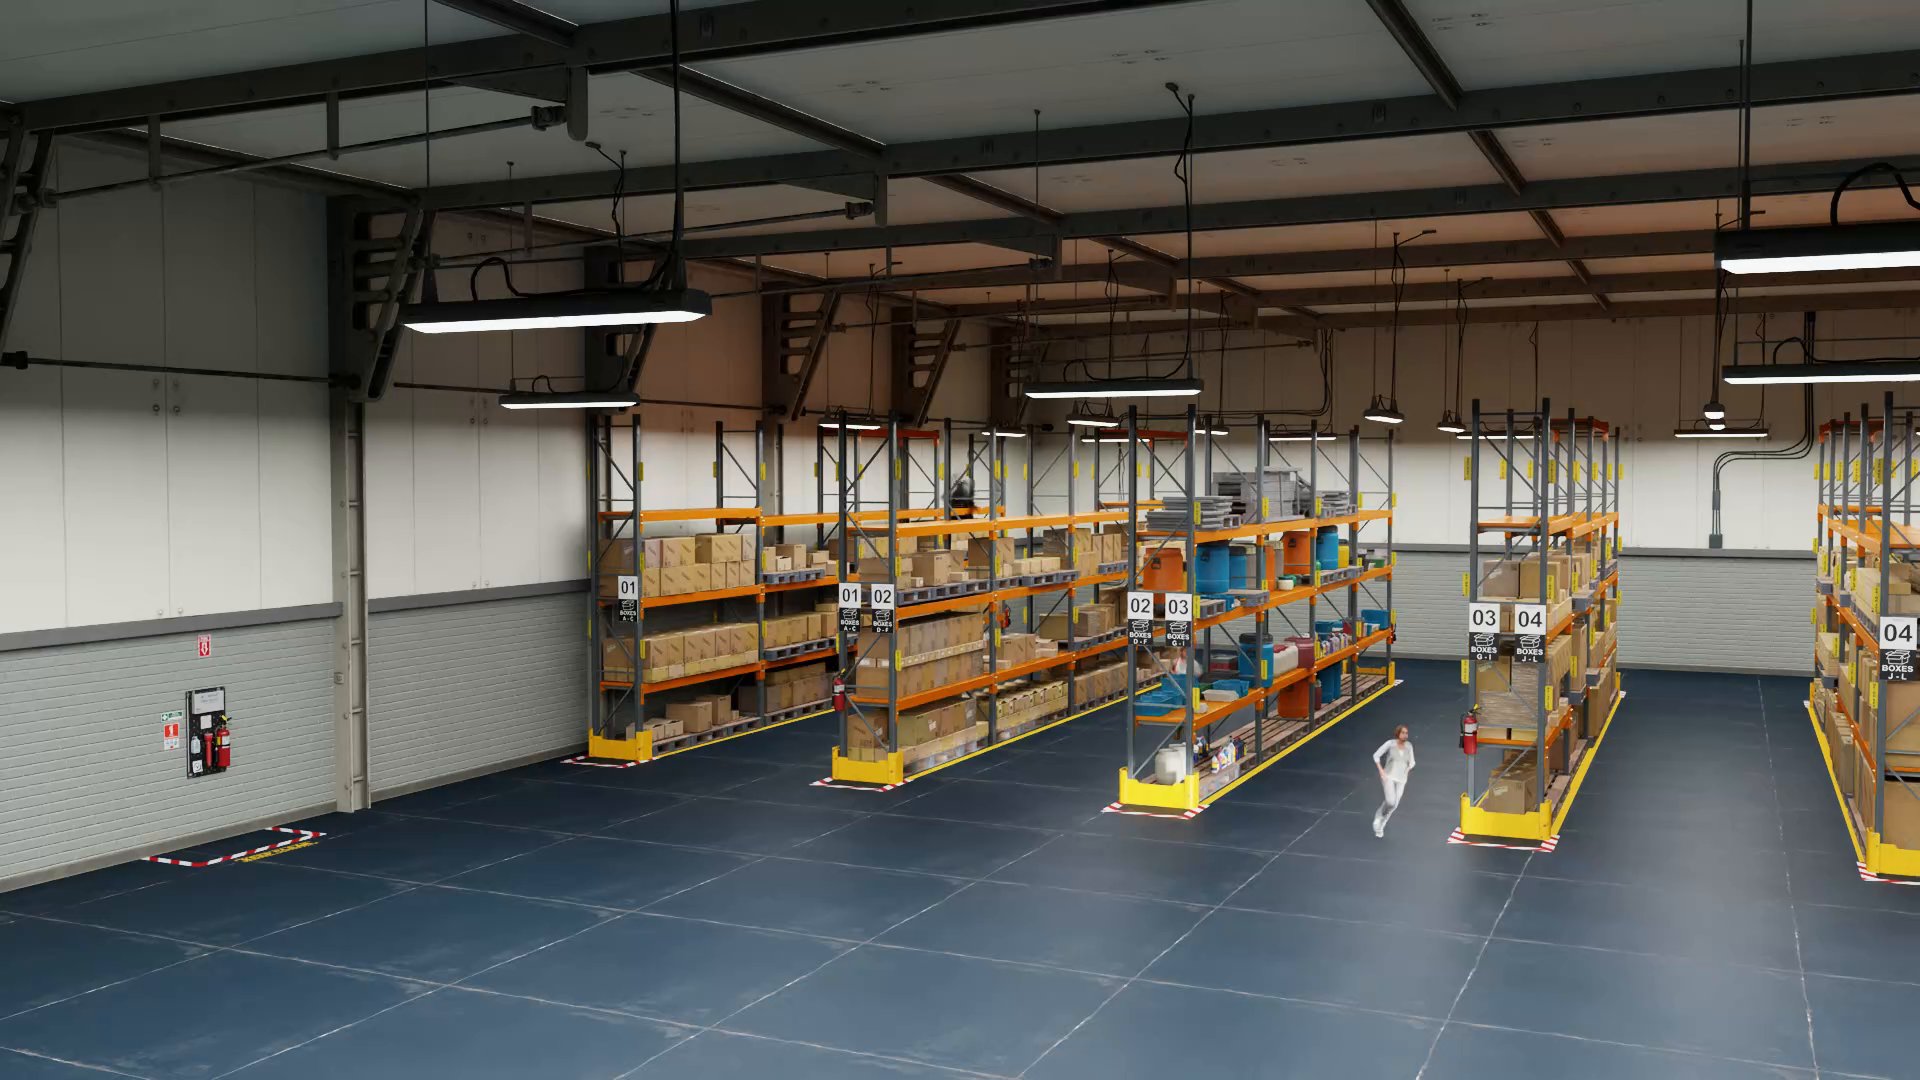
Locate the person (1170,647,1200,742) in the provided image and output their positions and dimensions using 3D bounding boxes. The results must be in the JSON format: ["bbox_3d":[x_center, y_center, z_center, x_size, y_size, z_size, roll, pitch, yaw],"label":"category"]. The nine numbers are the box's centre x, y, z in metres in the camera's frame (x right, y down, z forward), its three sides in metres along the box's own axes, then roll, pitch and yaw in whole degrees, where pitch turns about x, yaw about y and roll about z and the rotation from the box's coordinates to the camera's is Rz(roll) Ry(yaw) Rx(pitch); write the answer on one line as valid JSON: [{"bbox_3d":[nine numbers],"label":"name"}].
[{"bbox_3d":[4.158,2.838,30.956,0.644,1.829,0.752,1,3,21],"label":"person"}]

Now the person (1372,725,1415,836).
[{"bbox_3d":[5.978,3.302,22.812,0.551,1.545,0.534,0,2,-9],"label":"person"}]

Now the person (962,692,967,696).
[{"bbox_3d":[0.065,2.677,34.875,0.634,1.830,0.713,1,2,20],"label":"person"}]
